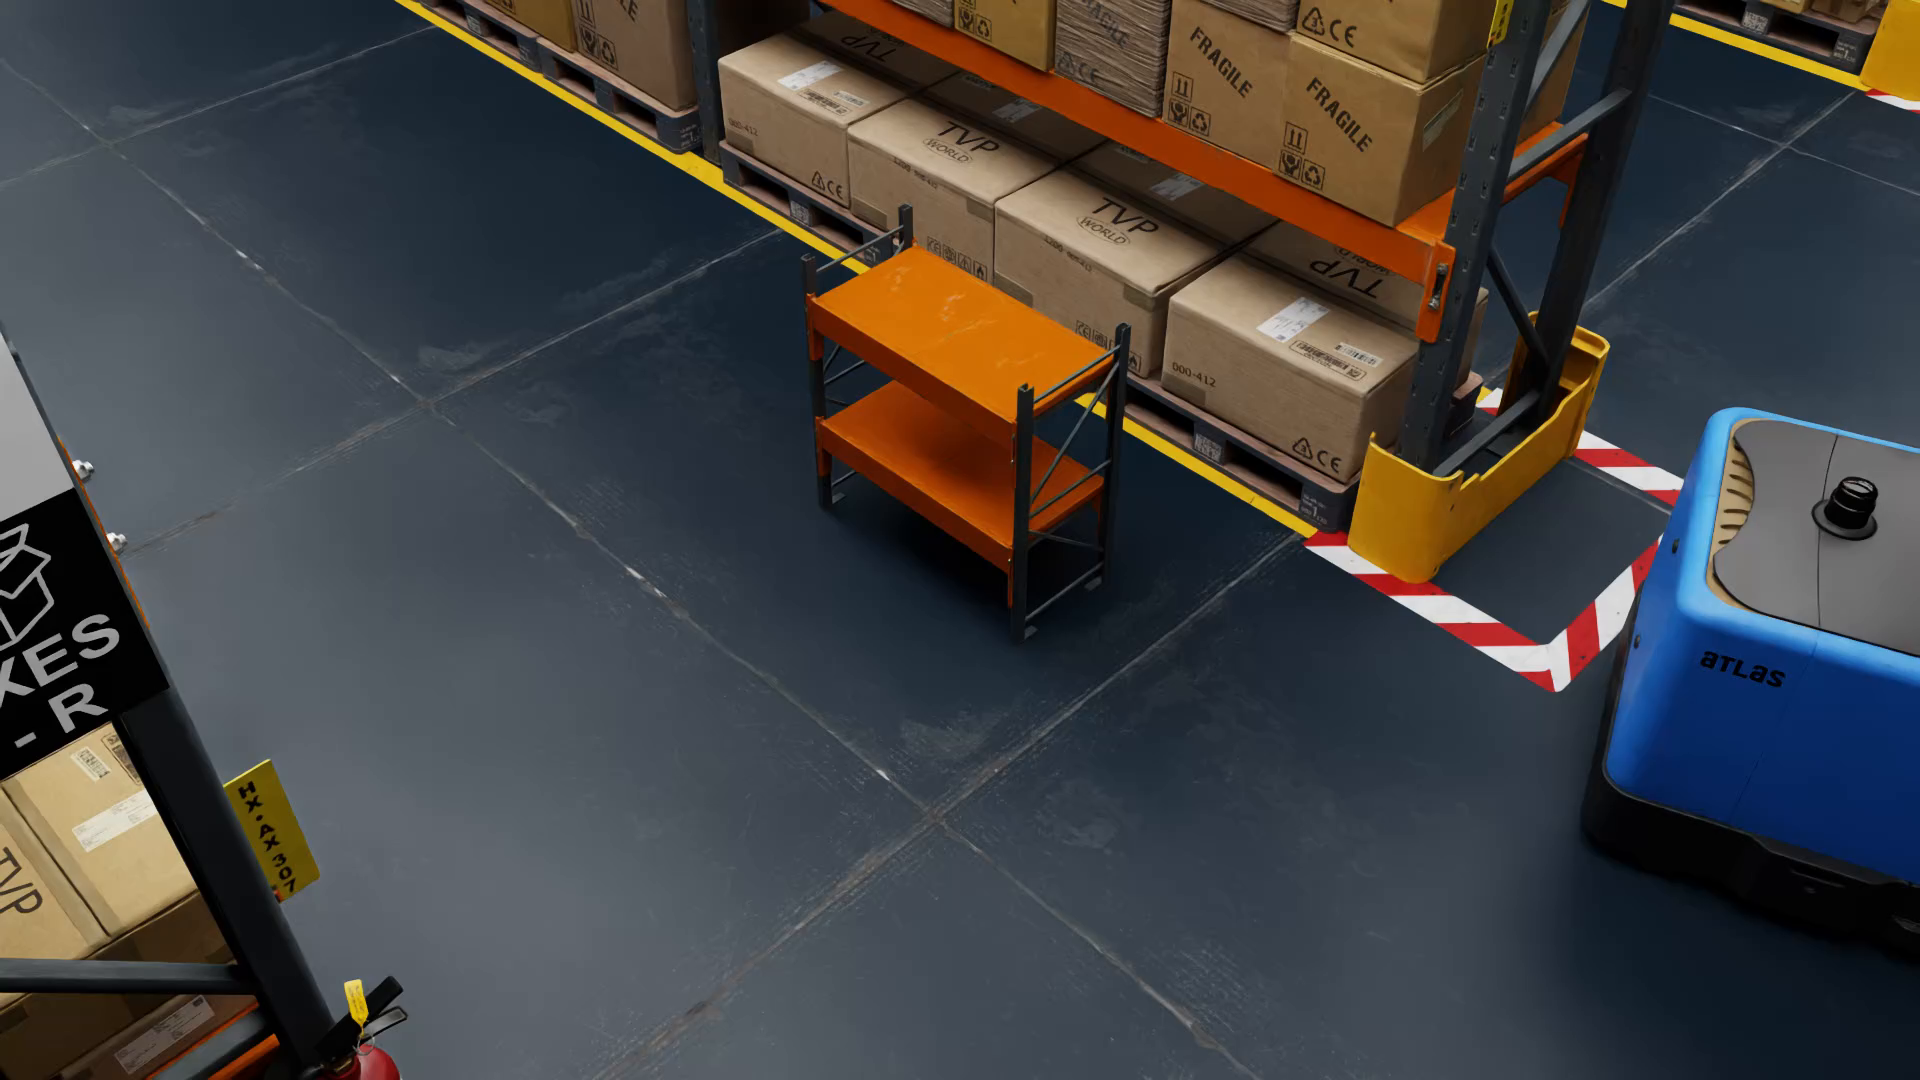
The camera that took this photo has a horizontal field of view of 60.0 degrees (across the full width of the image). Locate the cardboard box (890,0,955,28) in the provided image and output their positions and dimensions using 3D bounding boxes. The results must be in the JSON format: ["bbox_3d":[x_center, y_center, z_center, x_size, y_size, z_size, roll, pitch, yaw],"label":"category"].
[{"bbox_3d":[-0.037,-2.417,6.582,0.500,0.500,0.500,-34,52,-31],"label":"cardboard box"}]

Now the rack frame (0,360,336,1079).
[{"bbox_3d":[-1.569,1.086,2.865,1.000,3.000,0.127,-34,53,-31],"label":"rack frame"}]

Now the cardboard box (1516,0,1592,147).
[{"bbox_3d":[1.807,-1.700,5.806,0.500,0.500,0.500,34,52,31],"label":"cardboard box"}]

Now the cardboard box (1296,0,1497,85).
[{"bbox_3d":[1.434,-1.816,5.195,0.500,0.500,0.500,-32,52,-30],"label":"cardboard box"}]

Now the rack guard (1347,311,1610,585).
[{"bbox_3d":[1.960,-0.365,6.277,1.175,0.500,0.348,-34,53,-31],"label":"rack guard"}]

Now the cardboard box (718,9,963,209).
[{"bbox_3d":[-0.514,-2.077,7.866,0.875,0.438,0.875,33,52,31],"label":"cardboard box"}]

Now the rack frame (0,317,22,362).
[{"bbox_3d":[-1.569,-1.117,0.829,1.000,3.000,0.127,-34,53,-31],"label":"rack frame"}]

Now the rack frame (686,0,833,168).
[{"bbox_3d":[-0.882,-3.217,7.521,1.000,3.000,0.127,-34,53,-31],"label":"rack frame"}]

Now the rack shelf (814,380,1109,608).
[{"bbox_3d":[0.005,-0.230,6.031,0.538,0.278,1.000,-34,53,-31],"label":"rack shelf"}]

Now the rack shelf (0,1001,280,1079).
[{"bbox_3d":[-2.981,0.389,4.149,1.077,0.370,4.000,-34,53,-31],"label":"rack shelf"}]

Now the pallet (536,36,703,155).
[{"bbox_3d":[-1.480,-2.527,8.830,1.003,0.211,1.213,-34,53,-31],"label":"pallet"}]

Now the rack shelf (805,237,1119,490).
[{"bbox_3d":[0.005,-0.625,5.666,0.538,0.278,1.000,-34,53,-31],"label":"rack shelf"}]

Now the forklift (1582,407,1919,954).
[{"bbox_3d":[3.507,-0.011,4.103,3.031,2.935,1.130,17,45,17],"label":"forklift"}]

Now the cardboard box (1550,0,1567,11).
[{"bbox_3d":[1.806,-2.066,5.465,0.500,0.500,0.500,33,52,31],"label":"cardboard box"}]

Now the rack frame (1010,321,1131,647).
[{"bbox_3d":[0.364,-0.166,5.600,0.500,1.125,0.032,-34,53,-31],"label":"rack frame"}]

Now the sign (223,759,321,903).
[{"bbox_3d":[-1.185,0.508,2.852,0.100,0.325,0.005,-34,53,-31],"label":"sign"}]

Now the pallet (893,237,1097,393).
[{"bbox_3d":[0.466,-1.204,7.397,1.003,0.211,1.213,-34,53,-31],"label":"pallet"}]

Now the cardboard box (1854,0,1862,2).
[{"bbox_3d":[4.802,-3.049,8.912,0.250,0.149,0.380,33,52,30],"label":"cardboard box"}]

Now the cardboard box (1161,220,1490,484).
[{"bbox_3d":[1.406,-0.777,6.459,0.875,0.438,0.875,32,52,30],"label":"cardboard box"}]

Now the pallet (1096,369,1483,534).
[{"bbox_3d":[1.323,-0.617,6.763,1.003,0.211,1.213,-34,53,-31],"label":"pallet"}]

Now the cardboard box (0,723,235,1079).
[{"bbox_3d":[-1.698,0.685,3.190,0.500,0.250,0.500,-34,52,-31],"label":"cardboard box"}]

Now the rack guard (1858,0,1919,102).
[{"bbox_3d":[5.323,-2.834,8.949,1.175,0.500,0.348,-34,53,-31],"label":"rack guard"}]

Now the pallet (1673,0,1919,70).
[{"bbox_3d":[4.774,-3.136,9.488,1.003,0.211,1.213,-34,53,-31],"label":"pallet"}]

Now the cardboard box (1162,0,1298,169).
[{"bbox_3d":[1.071,-1.685,5.789,0.500,0.500,0.500,33,52,31],"label":"cardboard box"}]

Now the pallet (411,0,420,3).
[{"bbox_3d":[-3.203,-3.700,10.098,1.003,0.211,1.213,-34,53,-31],"label":"pallet"}]

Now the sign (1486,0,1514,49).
[{"bbox_3d":[1.549,-1.554,4.694,0.100,0.325,0.005,-34,53,-31],"label":"sign"}]

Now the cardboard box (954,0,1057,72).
[{"bbox_3d":[0.327,-2.169,6.314,0.500,0.500,0.500,-33,52,-30],"label":"cardboard box"}]

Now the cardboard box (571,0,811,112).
[{"bbox_3d":[-1.376,-2.850,8.381,0.875,0.875,0.875,-32,52,-30],"label":"cardboard box"}]

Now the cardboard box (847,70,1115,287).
[{"bbox_3d":[0.118,-1.647,7.401,0.875,0.438,0.875,33,52,30],"label":"cardboard box"}]

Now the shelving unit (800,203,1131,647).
[{"bbox_3d":[0.005,-0.410,5.865,0.538,1.125,1.048,-34,53,-31],"label":"shelving unit"}]

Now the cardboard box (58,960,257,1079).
[{"bbox_3d":[-1.606,0.889,3.263,0.250,0.149,0.380,34,52,31],"label":"cardboard box"}]

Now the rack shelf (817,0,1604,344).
[{"bbox_3d":[0.531,-1.992,6.725,1.077,0.370,4.000,-34,53,-31],"label":"rack shelf"}]

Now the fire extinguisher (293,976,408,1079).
[{"bbox_3d":[-1.137,1.100,3.181,0.296,0.674,0.183,-34,53,-31],"label":"fire extinguisher"}]

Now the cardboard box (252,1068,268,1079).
[{"bbox_3d":[-1.933,1.509,3.937,0.637,0.503,0.797,32,52,30],"label":"cardboard box"}]

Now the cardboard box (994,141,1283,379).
[{"bbox_3d":[0.754,-1.213,6.931,0.875,0.438,0.875,-33,52,-30],"label":"cardboard box"}]

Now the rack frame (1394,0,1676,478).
[{"bbox_3d":[1.943,-1.295,5.441,1.000,3.000,0.127,-34,53,-31],"label":"rack frame"}]

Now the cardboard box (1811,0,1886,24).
[{"bbox_3d":[4.857,-2.976,9.052,0.380,0.149,0.250,-33,52,-31],"label":"cardboard box"}]

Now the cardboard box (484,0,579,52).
[{"bbox_3d":[-2.020,-3.281,8.846,0.875,0.875,0.875,-33,52,-30],"label":"cardboard box"}]

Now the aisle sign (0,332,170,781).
[{"bbox_3d":[-1.312,0.023,2.099,0.394,0.787,0.004,-34,53,-31],"label":"aisle sign"}]

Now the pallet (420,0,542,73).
[{"bbox_3d":[-2.346,-3.114,9.464,1.003,0.211,1.213,-34,53,-31],"label":"pallet"}]

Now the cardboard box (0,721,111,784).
[{"bbox_3d":[-2.054,0.442,3.452,0.500,0.250,0.500,-34,52,-31],"label":"cardboard box"}]

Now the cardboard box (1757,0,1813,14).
[{"bbox_3d":[4.604,-3.051,9.133,0.380,0.149,0.250,-32,52,-30],"label":"cardboard box"}]

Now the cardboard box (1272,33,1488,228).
[{"bbox_3d":[1.415,-1.437,5.521,0.500,0.500,0.500,-34,52,-31],"label":"cardboard box"}]

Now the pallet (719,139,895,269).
[{"bbox_3d":[-0.400,-1.790,8.031,1.003,0.211,1.213,-34,53,-31],"label":"pallet"}]

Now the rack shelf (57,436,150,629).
[{"bbox_3d":[-2.981,-0.713,3.131,1.077,0.370,4.000,-34,53,-31],"label":"rack shelf"}]

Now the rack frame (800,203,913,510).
[{"bbox_3d":[-0.354,-0.654,6.129,0.500,1.125,0.032,-34,53,-31],"label":"rack frame"}]

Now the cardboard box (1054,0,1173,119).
[{"bbox_3d":[0.701,-1.927,6.052,0.500,0.500,0.500,-33,52,-30],"label":"cardboard box"}]

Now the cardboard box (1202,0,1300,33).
[{"bbox_3d":[1.044,-2.053,5.452,0.500,0.500,0.500,-34,52,-31],"label":"cardboard box"}]
